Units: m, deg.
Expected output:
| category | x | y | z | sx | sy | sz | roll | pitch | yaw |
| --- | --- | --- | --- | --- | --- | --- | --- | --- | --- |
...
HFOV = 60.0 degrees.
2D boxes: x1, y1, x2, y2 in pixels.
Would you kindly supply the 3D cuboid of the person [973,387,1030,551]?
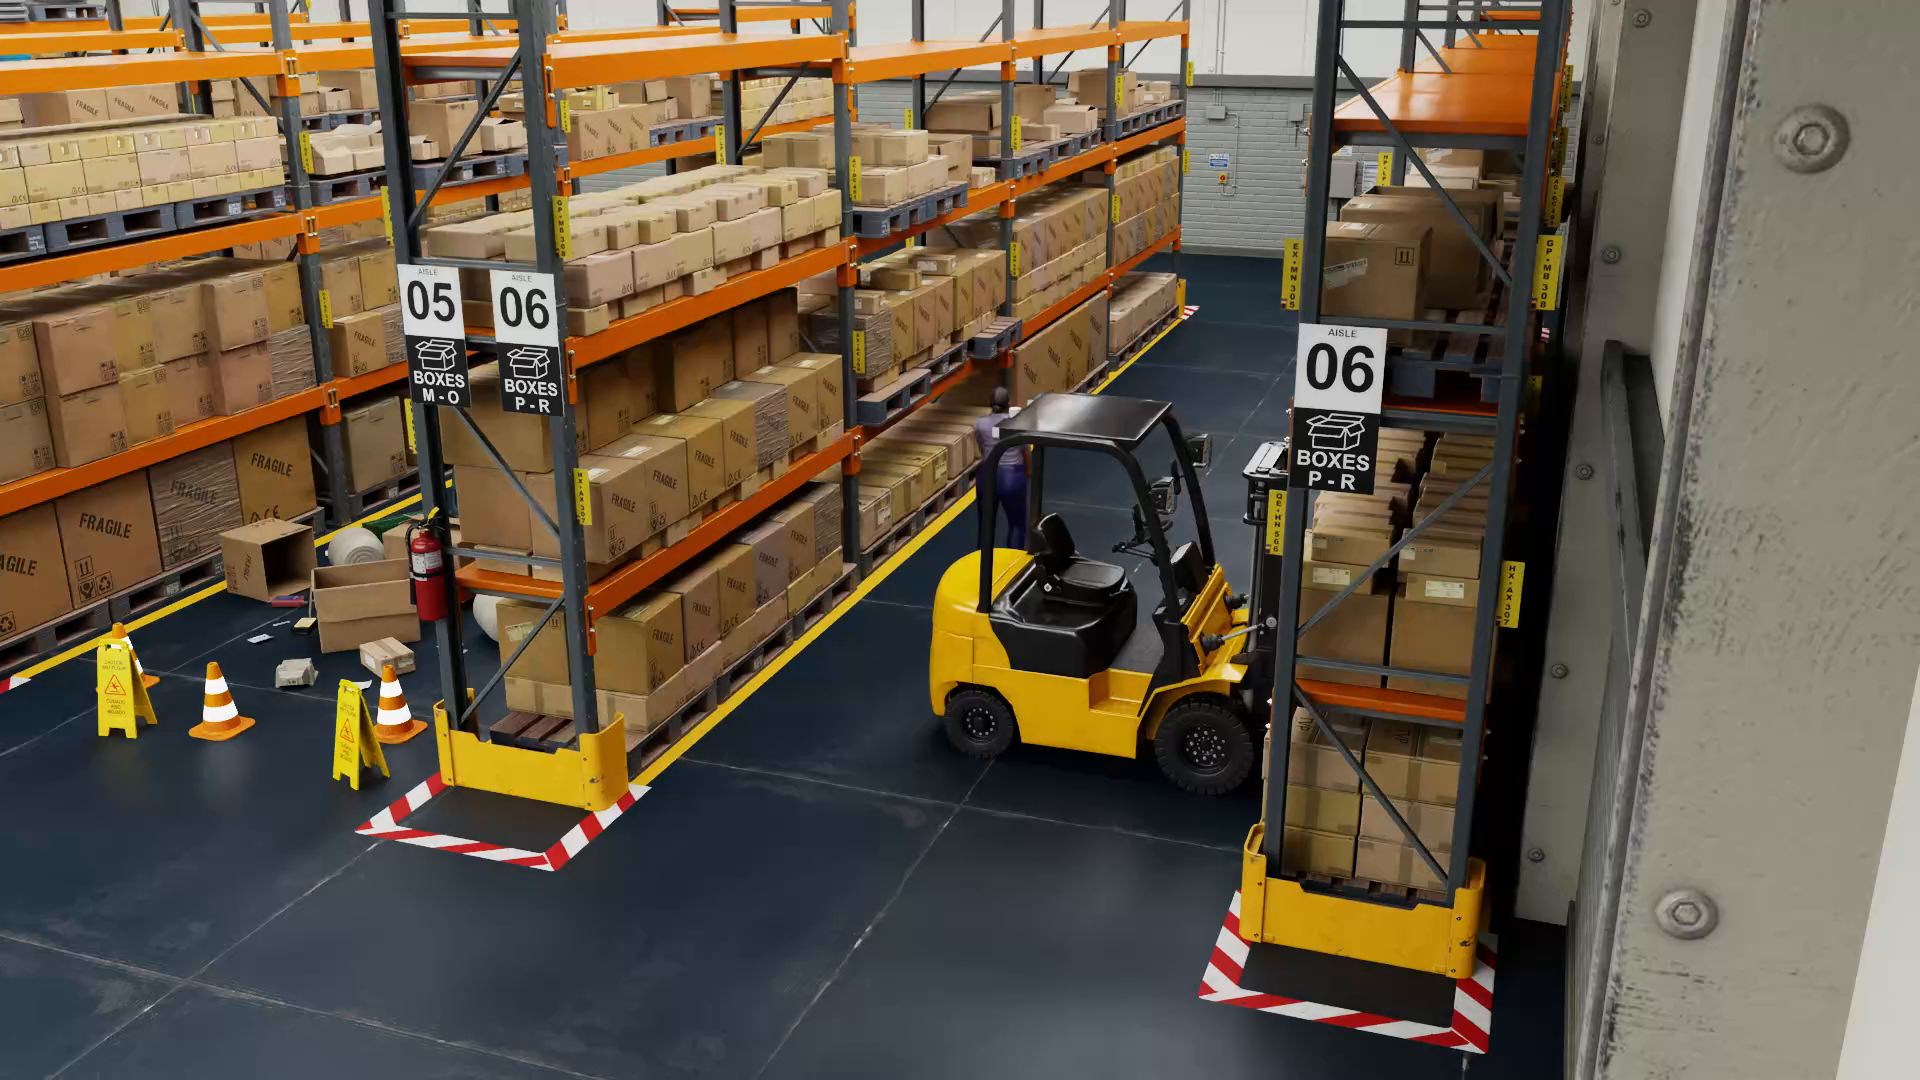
| category | x | y | z | sx | sy | sz | roll | pitch | yaw |
| --- | --- | --- | --- | --- | --- | --- | --- | --- | --- |
| person | 0.352 | -0.460 | 13.455 | 0.441 | 1.646 | 0.519 | 6 | 20 | 18 |
